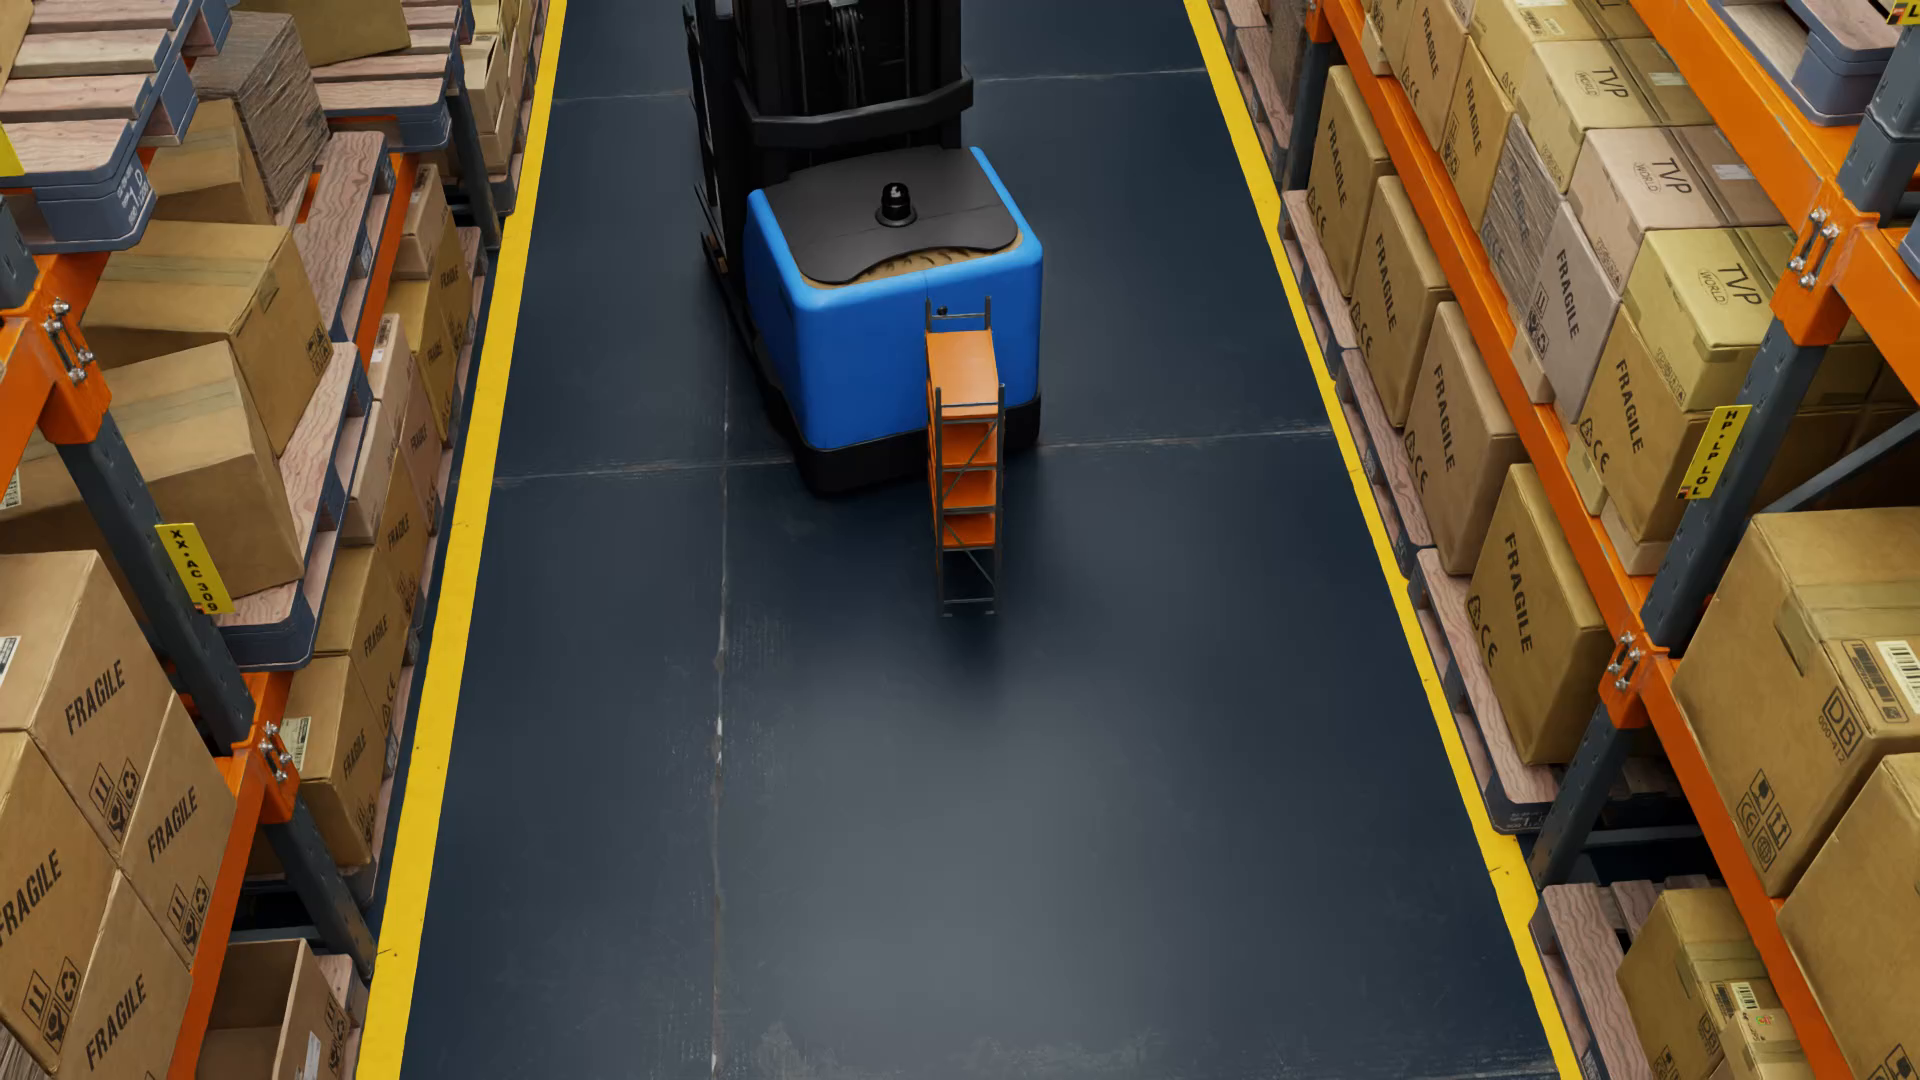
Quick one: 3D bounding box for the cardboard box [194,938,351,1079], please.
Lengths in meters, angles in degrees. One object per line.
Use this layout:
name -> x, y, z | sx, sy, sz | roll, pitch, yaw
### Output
cardboard box -> -2.120, 1.514, 4.805 | 0.500, 0.500, 0.500 | -3, 47, -3

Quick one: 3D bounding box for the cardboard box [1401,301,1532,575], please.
cardboard box -> 2.224, -0.403, 6.394 | 0.750, 0.750, 0.750 | -2, 47, -2

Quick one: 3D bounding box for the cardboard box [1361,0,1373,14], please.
cardboard box -> 1.936, -2.563, 6.961 | 0.500, 0.500, 0.500 | -2, 47, -2

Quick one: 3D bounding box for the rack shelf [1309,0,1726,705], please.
rack shelf -> 2.318, -1.092, 6.350 | 1.077, 0.370, 4.000 | -3, 47, -3

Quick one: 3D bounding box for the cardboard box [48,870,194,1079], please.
cardboard box -> -2.109, 1.096, 3.714 | 0.500, 0.500, 0.500 | -2, 47, -2

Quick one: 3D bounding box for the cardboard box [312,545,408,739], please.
cardboard box -> -2.304, 0.369, 5.889 | 0.500, 0.500, 0.500 | -3, 47, -3

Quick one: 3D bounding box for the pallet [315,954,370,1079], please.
pallet -> -2.394, 1.867, 4.973 | 1.003, 0.211, 1.213 | -3, 47, -3

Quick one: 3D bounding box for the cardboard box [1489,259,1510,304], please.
cardboard box -> 2.112, -0.962, 5.891 | 0.380, 0.149, 0.250 | -5, 47, -4

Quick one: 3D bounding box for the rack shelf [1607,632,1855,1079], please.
rack shelf -> 2.653, 1.802, 3.610 | 1.077, 0.370, 4.000 | -3, 47, -3

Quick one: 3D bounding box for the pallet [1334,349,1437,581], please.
pallet -> 2.240, -0.372, 7.094 | 1.003, 0.211, 1.213 | -3, 47, -3

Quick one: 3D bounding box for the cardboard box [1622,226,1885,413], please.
cardboard box -> 2.191, -0.616, 4.600 | 0.500, 0.250, 0.500 | -2, 47, -2

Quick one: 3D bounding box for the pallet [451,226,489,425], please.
pallet -> -2.761, -0.982, 7.671 | 1.003, 0.211, 1.213 | -3, 47, -3

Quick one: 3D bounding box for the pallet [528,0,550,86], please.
pallet -> -2.915, -3.003, 9.585 | 1.003, 0.211, 1.213 | -3, 47, -3

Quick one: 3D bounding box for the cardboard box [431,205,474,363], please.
cardboard box -> -2.473, -1.112, 7.293 | 0.500, 0.500, 0.500 | -2, 47, -2

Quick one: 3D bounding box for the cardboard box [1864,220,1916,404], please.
cardboard box -> 2.706, -0.643, 4.625 | 0.500, 0.250, 0.500 | -2, 47, -2

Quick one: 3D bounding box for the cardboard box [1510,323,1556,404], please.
cardboard box -> 2.073, -0.599, 5.547 | 0.380, 0.149, 0.250 | -3, 47, -3

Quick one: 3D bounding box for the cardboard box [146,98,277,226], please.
cardboard box -> -2.660, -1.042, 5.449 | 0.700, 0.500, 0.500 | -14, 48, -13

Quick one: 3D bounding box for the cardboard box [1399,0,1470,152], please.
cardboard box -> 2.011, -1.825, 6.261 | 0.500, 0.500, 0.500 | -4, 47, -3

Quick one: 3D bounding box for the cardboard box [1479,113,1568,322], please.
cardboard box -> 2.109, -1.087, 5.563 | 0.500, 0.500, 0.500 | -3, 47, -3

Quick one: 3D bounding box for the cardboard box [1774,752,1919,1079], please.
cardboard box -> 2.570, 0.926, 3.737 | 0.980, 0.700, 0.700 | -5, 47, -4

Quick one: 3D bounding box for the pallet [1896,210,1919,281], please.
pallet -> 2.543, -0.301, 3.101 | 1.003, 0.211, 1.213 | -3, 47, -3

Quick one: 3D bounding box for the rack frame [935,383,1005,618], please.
rack frame -> 0.034, -0.116, 6.170 | 0.240, 1.200, 0.015 | -3, 47, -3

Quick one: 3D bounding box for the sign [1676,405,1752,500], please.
sign -> 1.945, -0.224, 4.289 | 0.100, 0.325, 0.005 | -3, 47, -3

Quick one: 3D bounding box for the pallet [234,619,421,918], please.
pallet -> -2.556, 0.784, 5.999 | 1.003, 0.211, 1.213 | -3, 47, -3

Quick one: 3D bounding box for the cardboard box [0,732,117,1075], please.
cardboard box -> -2.105, 0.754, 3.349 | 0.500, 0.500, 0.500 | -4, 47, -4

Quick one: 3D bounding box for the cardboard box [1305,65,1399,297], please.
cardboard box -> 2.081, -1.652, 7.576 | 0.750, 0.750, 0.750 | -4, 47, -4

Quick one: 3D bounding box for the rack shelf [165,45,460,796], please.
rack shelf -> -2.618, -0.788, 6.063 | 1.077, 0.370, 4.000 | -3, 47, -3

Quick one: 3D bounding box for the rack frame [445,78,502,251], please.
rack frame -> -2.786, -2.483, 7.172 | 1.000, 3.000, 0.127 | -3, 47, -3

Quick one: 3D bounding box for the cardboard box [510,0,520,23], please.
cardboard box -> -2.630, -3.020, 8.899 | 0.500, 0.311, 0.500 | -5, 47, -4

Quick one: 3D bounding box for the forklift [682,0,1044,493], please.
forklift -> -0.620, -2.298, 7.045 | 1.130, 2.935, 3.031 | -14, 48, -13

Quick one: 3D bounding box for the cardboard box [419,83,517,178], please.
cardboard box -> -2.537, -2.079, 8.394 | 0.500, 0.250, 0.500 | -4, 47, -3

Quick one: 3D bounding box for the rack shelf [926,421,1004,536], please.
rack shelf -> 0.014, -0.247, 6.386 | 0.258, 0.148, 0.480 | -3, 47, -3

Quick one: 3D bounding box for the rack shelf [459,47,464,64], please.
rack shelf -> -2.953, -3.683, 8.804 | 1.077, 0.370, 4.000 | -3, 47, -3

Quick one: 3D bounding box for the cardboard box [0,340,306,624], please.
cardboard box -> -2.267, -0.124, 4.580 | 0.700, 0.500, 0.500 | -18, 49, -16

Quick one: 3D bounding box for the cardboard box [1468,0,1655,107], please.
cardboard box -> 2.072, -1.725, 5.650 | 0.500, 0.250, 0.500 | -4, 47, -4

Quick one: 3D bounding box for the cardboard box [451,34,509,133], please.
cardboard box -> -2.537, -2.271, 8.190 | 0.500, 0.311, 0.500 | -2, 47, -2

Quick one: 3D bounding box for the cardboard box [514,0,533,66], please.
cardboard box -> -2.629, -2.818, 9.094 | 0.500, 0.250, 0.500 | -5, 47, -4

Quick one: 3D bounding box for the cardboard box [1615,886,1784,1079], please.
cardboard box -> 2.446, 1.370, 4.956 | 0.700, 0.500, 0.500 | -3, 47, -3

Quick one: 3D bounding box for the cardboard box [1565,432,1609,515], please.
cardboard box -> 2.130, -0.222, 5.190 | 0.380, 0.149, 0.250 | -3, 47, -3

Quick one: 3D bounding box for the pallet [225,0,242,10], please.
pallet -> -2.525, -1.782, 4.572 | 1.213, 0.211, 1.003 | -3, 47, -3

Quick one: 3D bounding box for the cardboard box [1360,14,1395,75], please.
cardboard box -> 1.898, -2.075, 6.945 | 0.380, 0.149, 0.250 | -2, 47, -2

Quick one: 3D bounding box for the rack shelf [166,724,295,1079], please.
rack shelf -> -2.283, 2.106, 3.322 | 1.077, 0.370, 4.000 | -3, 47, -3

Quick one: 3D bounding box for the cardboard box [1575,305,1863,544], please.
cardboard box -> 2.195, -0.355, 4.869 | 0.500, 0.500, 0.500 | -4, 47, -4

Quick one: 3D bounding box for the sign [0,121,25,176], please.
sign -> -1.911, -0.837, 3.191 | 0.100, 0.325, 0.005 | -3, 47, -3

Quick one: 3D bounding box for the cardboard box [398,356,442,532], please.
cardboard box -> -2.380, -0.358, 6.579 | 0.500, 0.500, 0.500 | -5, 47, -5

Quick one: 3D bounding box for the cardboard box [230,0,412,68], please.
cardboard box -> -2.620, -2.213, 6.558 | 0.700, 0.500, 0.500 | -18, 49, -16

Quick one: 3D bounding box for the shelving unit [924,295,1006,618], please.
shelving unit -> 0.014, -0.293, 6.337 | 0.258, 1.200, 0.503 | -3, 47, -3

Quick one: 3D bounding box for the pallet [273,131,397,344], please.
pallet -> -2.618, -1.010, 5.909 | 1.003, 0.211, 1.213 | -3, 47, -3

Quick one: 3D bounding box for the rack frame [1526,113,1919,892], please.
rack frame -> 2.485, 0.107, 4.719 | 1.000, 3.000, 0.127 | -3, 47, -3

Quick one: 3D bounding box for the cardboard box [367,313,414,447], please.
cardboard box -> -2.375, -0.590, 6.281 | 0.500, 0.250, 0.500 | -4, 47, -4

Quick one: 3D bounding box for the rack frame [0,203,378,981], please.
rack frame -> -2.451, 0.411, 4.431 | 1.000, 3.000, 0.127 | -3, 47, -3

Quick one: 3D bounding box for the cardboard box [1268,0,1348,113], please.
cardboard box -> 2.038, -2.596, 8.698 | 0.700, 0.500, 0.500 | -3, 47, -3

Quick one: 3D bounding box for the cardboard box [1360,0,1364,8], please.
cardboard box -> 1.947, -2.455, 7.305 | 0.380, 0.149, 0.250 | -4, 47, -4

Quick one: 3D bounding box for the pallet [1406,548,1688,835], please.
pallet -> 2.346, 0.513, 6.256 | 1.003, 0.211, 1.213 | -3, 47, -3

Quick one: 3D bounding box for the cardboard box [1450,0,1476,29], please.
cardboard box -> 2.023, -2.094, 5.999 | 0.500, 0.250, 0.500 | -3, 47, -3

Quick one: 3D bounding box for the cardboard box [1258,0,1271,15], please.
cardboard box -> 2.041, -3.334, 9.396 | 0.700, 0.500, 0.500 | -4, 47, -4

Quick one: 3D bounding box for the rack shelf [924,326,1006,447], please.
rack shelf -> 0.014, -0.563, 6.052 | 0.258, 0.148, 0.480 | -3, 47, -3
